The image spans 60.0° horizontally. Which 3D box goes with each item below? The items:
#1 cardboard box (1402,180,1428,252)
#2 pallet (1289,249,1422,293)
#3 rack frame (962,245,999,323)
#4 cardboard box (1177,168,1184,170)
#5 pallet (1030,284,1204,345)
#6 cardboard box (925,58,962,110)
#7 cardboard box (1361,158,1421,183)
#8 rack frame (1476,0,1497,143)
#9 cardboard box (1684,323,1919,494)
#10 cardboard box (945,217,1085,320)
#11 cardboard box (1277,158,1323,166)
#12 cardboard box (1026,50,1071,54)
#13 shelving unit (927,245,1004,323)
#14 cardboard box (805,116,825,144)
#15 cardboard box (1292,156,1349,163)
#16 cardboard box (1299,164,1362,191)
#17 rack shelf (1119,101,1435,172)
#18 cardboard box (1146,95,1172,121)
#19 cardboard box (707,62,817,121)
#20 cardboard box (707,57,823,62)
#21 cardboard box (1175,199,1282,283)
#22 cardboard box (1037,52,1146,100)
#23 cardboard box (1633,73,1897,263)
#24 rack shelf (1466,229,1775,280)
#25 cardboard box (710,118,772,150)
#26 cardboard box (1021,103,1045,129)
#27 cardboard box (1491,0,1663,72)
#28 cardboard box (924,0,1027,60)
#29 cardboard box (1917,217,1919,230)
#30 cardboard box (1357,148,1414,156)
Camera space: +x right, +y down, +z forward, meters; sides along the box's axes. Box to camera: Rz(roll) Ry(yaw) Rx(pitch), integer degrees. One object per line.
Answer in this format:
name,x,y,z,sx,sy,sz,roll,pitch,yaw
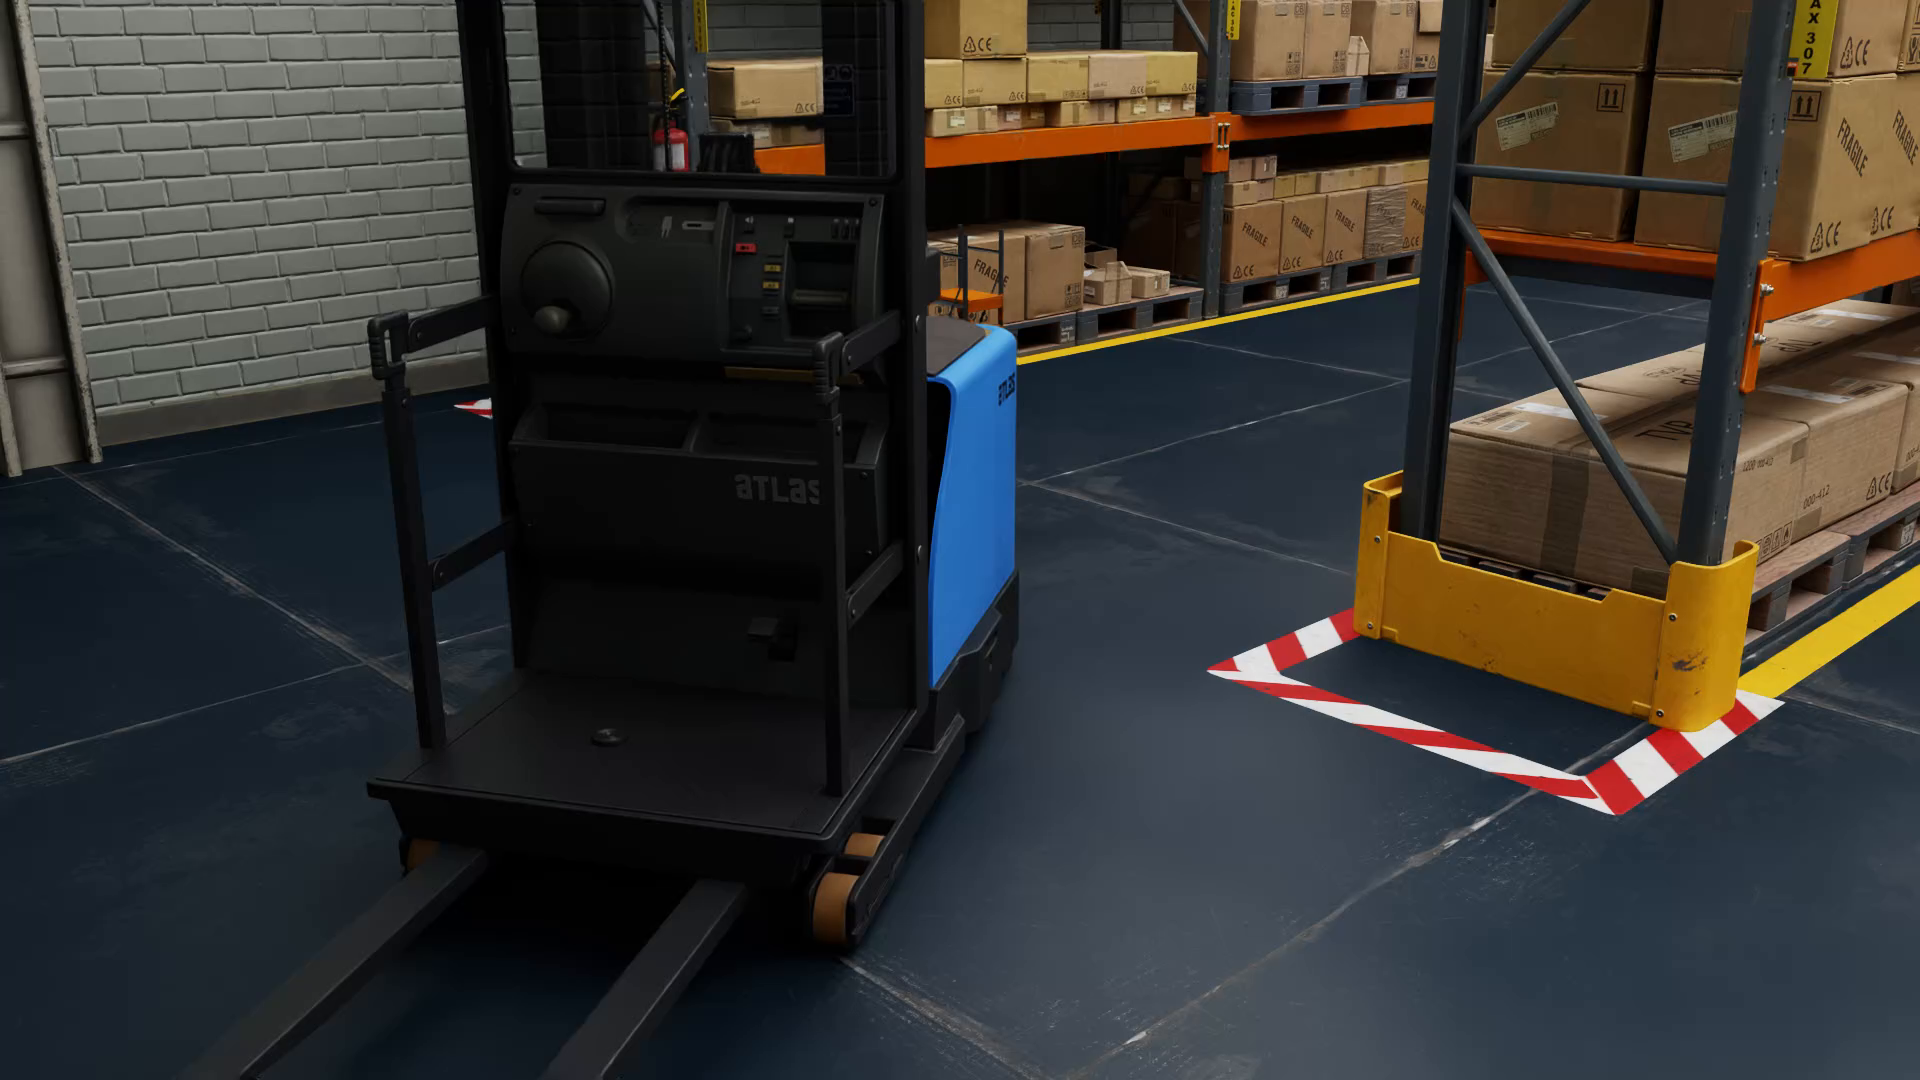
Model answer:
cardboard box,3.321,-2.502,12.710,0.500,0.500,0.500,-15,23,-39
pallet,2.776,-2.111,12.653,1.213,0.211,1.003,-16,24,-41
rack frame,0.076,-0.593,6.369,0.002,1.046,0.228,-16,24,-41
cardboard box,1.751,-2.569,11.865,0.250,0.149,0.380,-16,24,-40
pallet,0.824,-1.525,10.846,1.213,0.211,1.003,-16,24,-41
cardboard box,-0.336,-2.470,9.000,0.500,0.250,0.500,-17,24,-42
cardboard box,3.243,-2.793,12.555,0.250,0.149,0.380,-17,24,-42
rack frame,7.428,-4.081,12.893,4.036,3.426,6.040,-16,24,-41
cardboard box,3.557,-0.567,6.844,0.875,0.438,0.875,17,25,42
cardboard box,0.329,-1.661,10.115,0.700,0.500,0.500,17,24,42
cardboard box,2.509,-2.789,12.544,0.265,0.149,0.390,-16,24,-41
cardboard box,0.419,-2.915,10.371,0.500,0.250,0.500,-17,24,-41
shelving unit,0.011,-0.574,6.310,0.183,1.046,0.258,-16,24,-41
cardboard box,-0.835,-2.165,8.708,0.250,0.149,0.380,-17,24,-42
cardboard box,2.734,-2.837,12.691,0.250,0.149,0.380,-16,24,-40
cardboard box,2.673,-2.623,12.032,0.250,0.149,0.380,-15,23,-39
rack shelf,2.777,-3.078,12.282,4.000,0.370,1.077,-16,24,-41
cardboard box,1.091,-2.693,10.334,0.250,0.149,0.380,-15,24,-39
cardboard box,-1.068,-2.255,8.337,0.500,0.250,0.500,-16,24,-41
cardboard box,-1.055,-2.485,9.047,0.500,0.250,0.500,-16,24,-41
cardboard box,1.830,-2.059,11.345,0.500,0.500,0.500,-15,23,-38
cardboard box,0.767,-2.795,10.002,0.500,0.250,0.500,-16,24,-41
cardboard box,2.376,-1.122,4.921,0.500,0.500,0.500,-17,24,-41
rack shelf,5.021,-2.920,3.801,3.910,4.714,5.869,-16,24,-41
cardboard box,-1.155,-2.038,8.314,0.250,0.149,0.380,-16,24,-41
cardboard box,0.279,-2.493,9.717,0.250,0.149,0.380,-16,24,-40
cardboard box,2.017,-1.716,5.131,0.500,0.500,0.500,-15,23,-39
cardboard box,0.022,-2.930,9.202,0.500,0.500,0.500,-15,24,-39
cardboard box,3.107,-1.340,5.591,0.500,0.500,0.500,-16,24,-41
cardboard box,3.426,-3.073,13.418,0.250,0.149,0.380,-15,23,-39
